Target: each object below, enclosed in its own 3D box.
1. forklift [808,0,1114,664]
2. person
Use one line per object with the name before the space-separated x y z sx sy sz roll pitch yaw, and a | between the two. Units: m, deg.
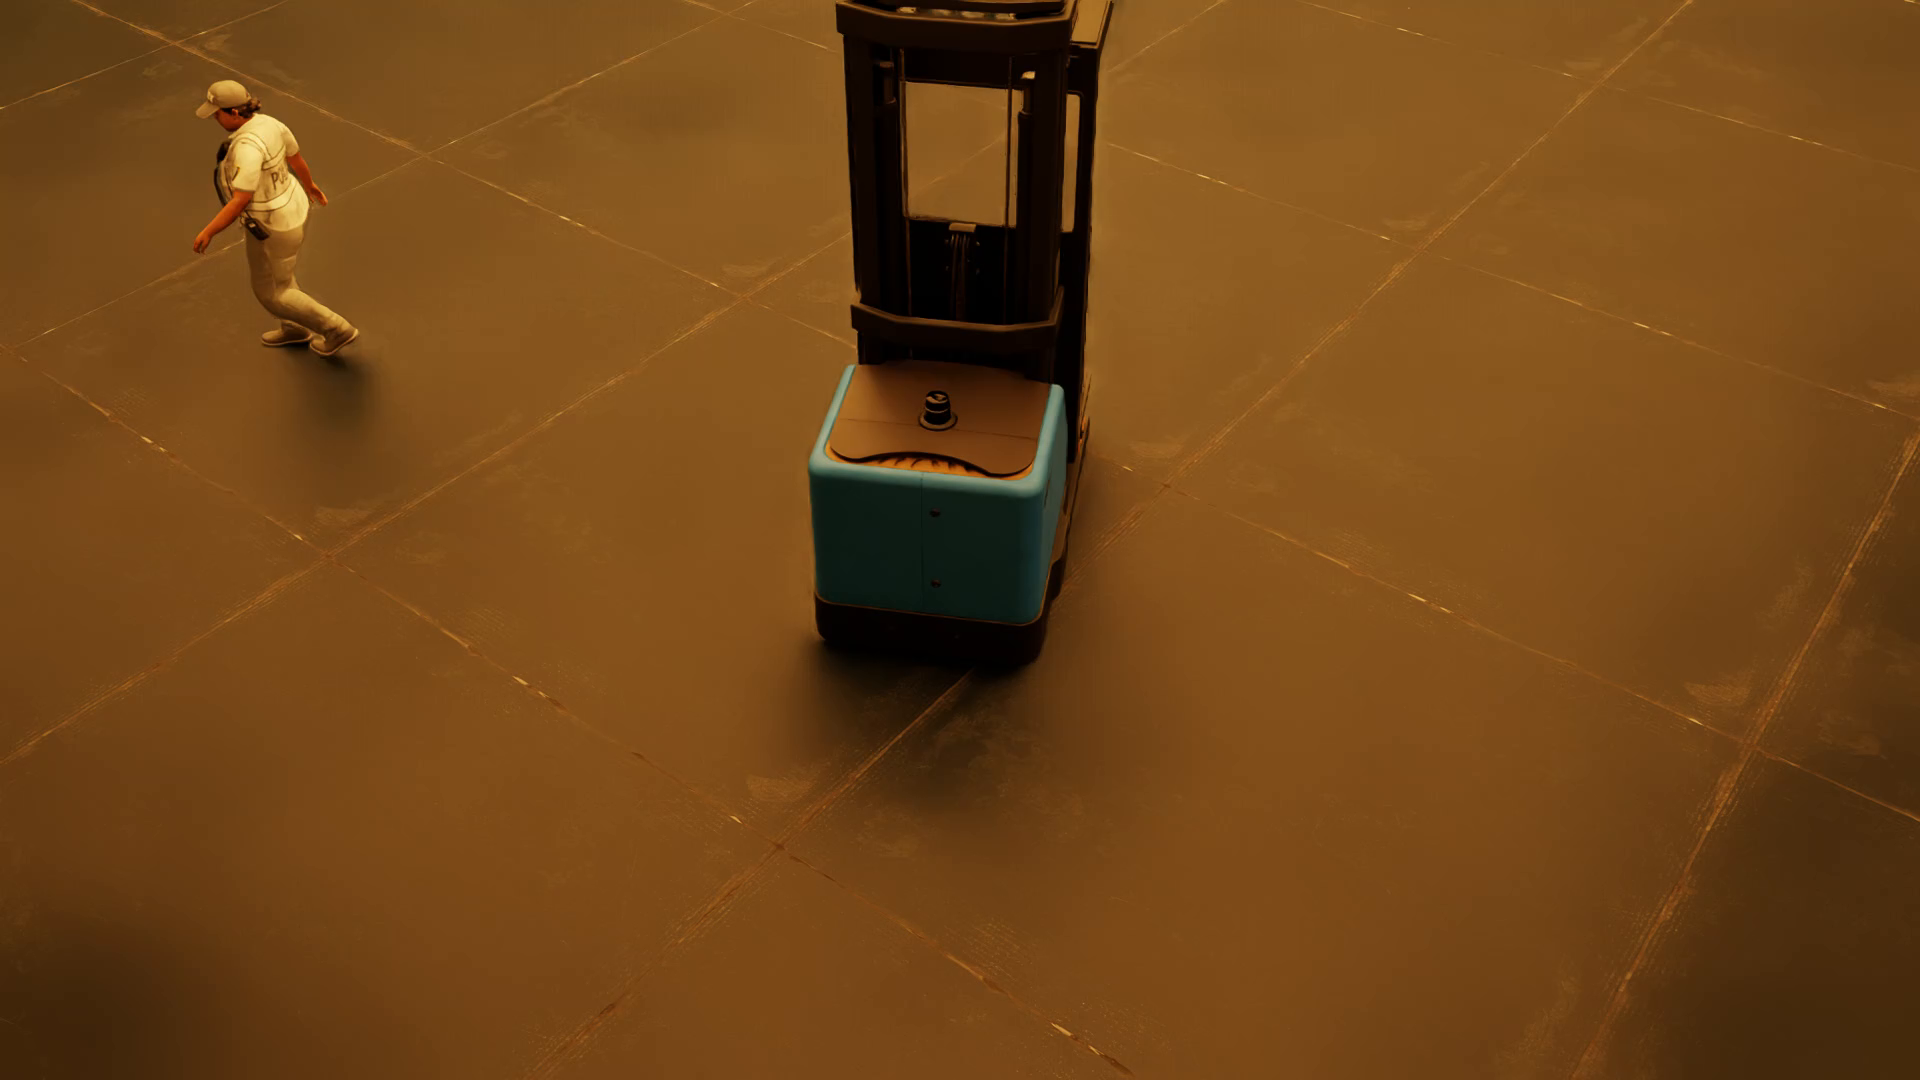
forklift | 0.089 -1.512 7.847 1.130 2.935 3.031 6 41 7
person | -3.766 -1.744 9.121 0.655 1.646 0.792 -4 41 -5
